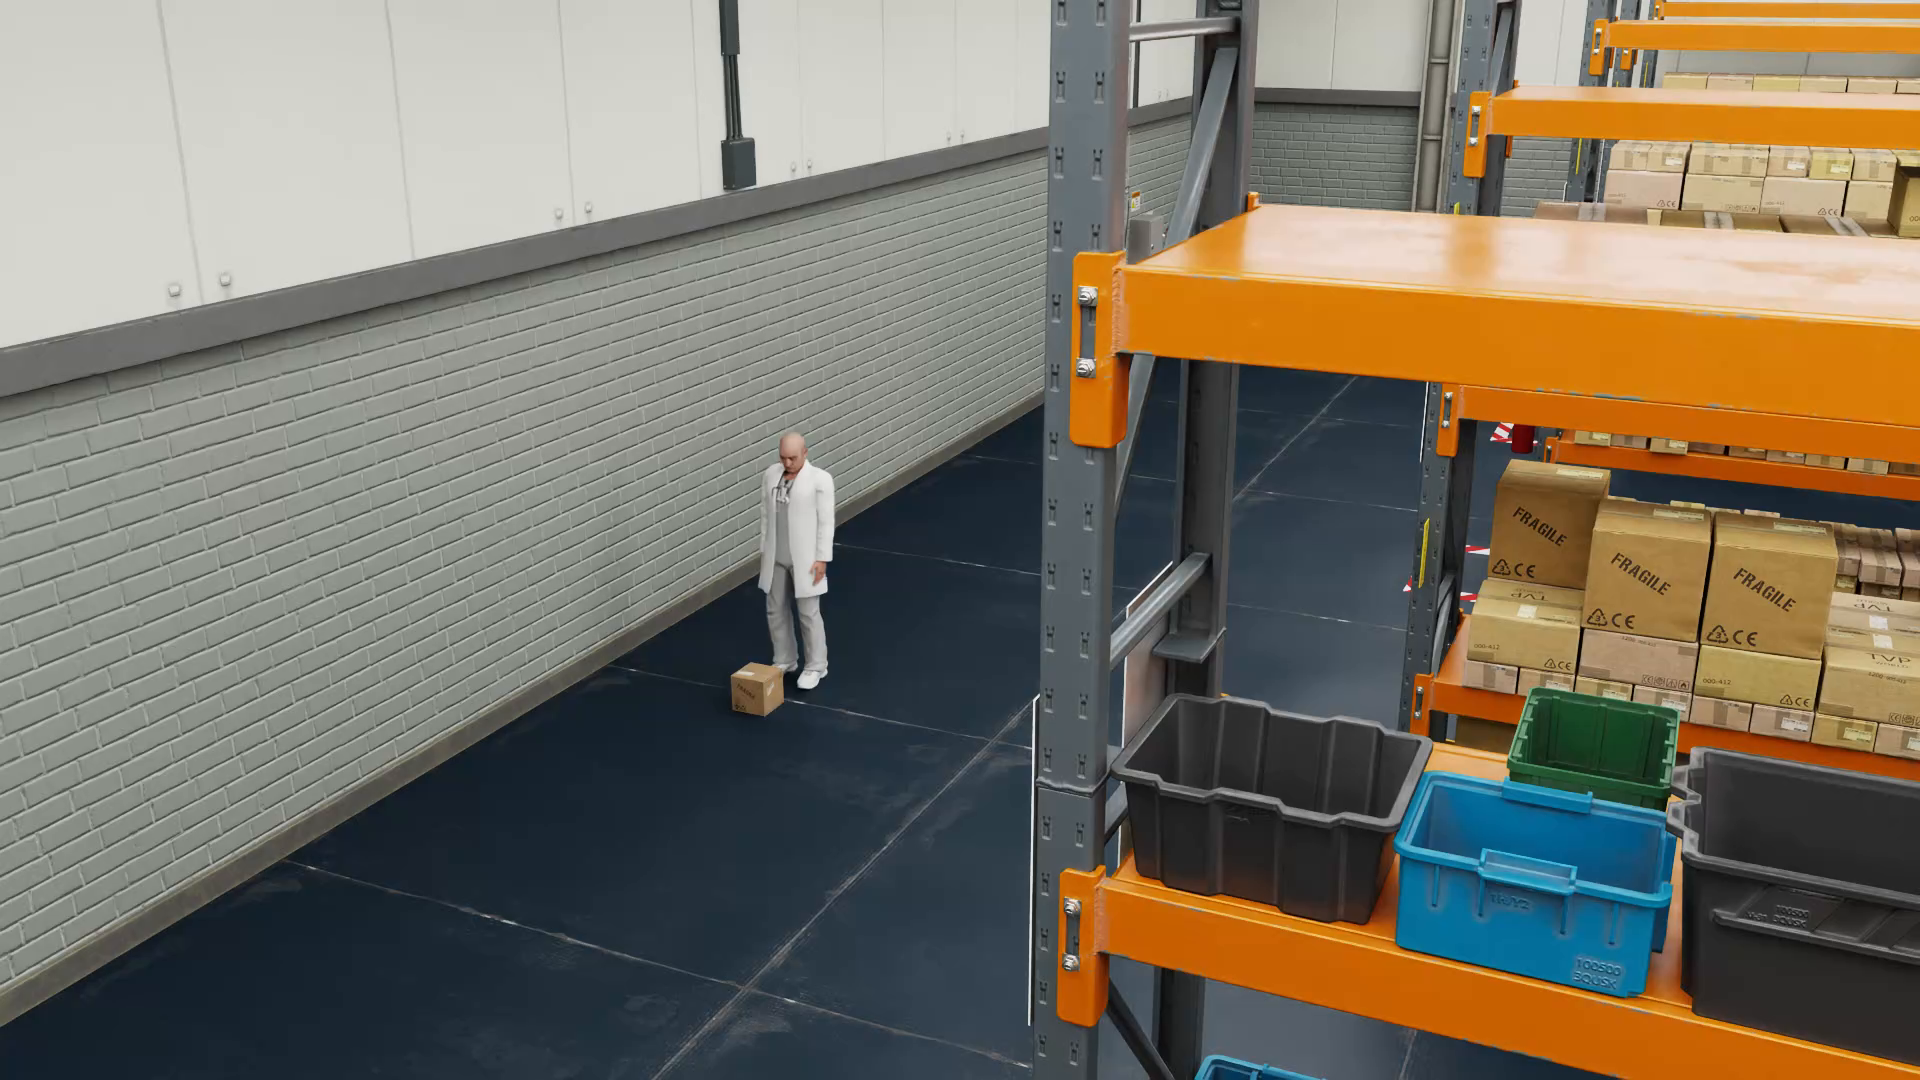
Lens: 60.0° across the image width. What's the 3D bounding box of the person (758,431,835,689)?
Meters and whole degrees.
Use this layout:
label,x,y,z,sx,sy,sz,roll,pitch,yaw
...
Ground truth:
label,x,y,z,sx,sy,sz,roll,pitch,yaw
person,-1.110,0.129,11.229,0.564,1.770,0.377,9,21,24
